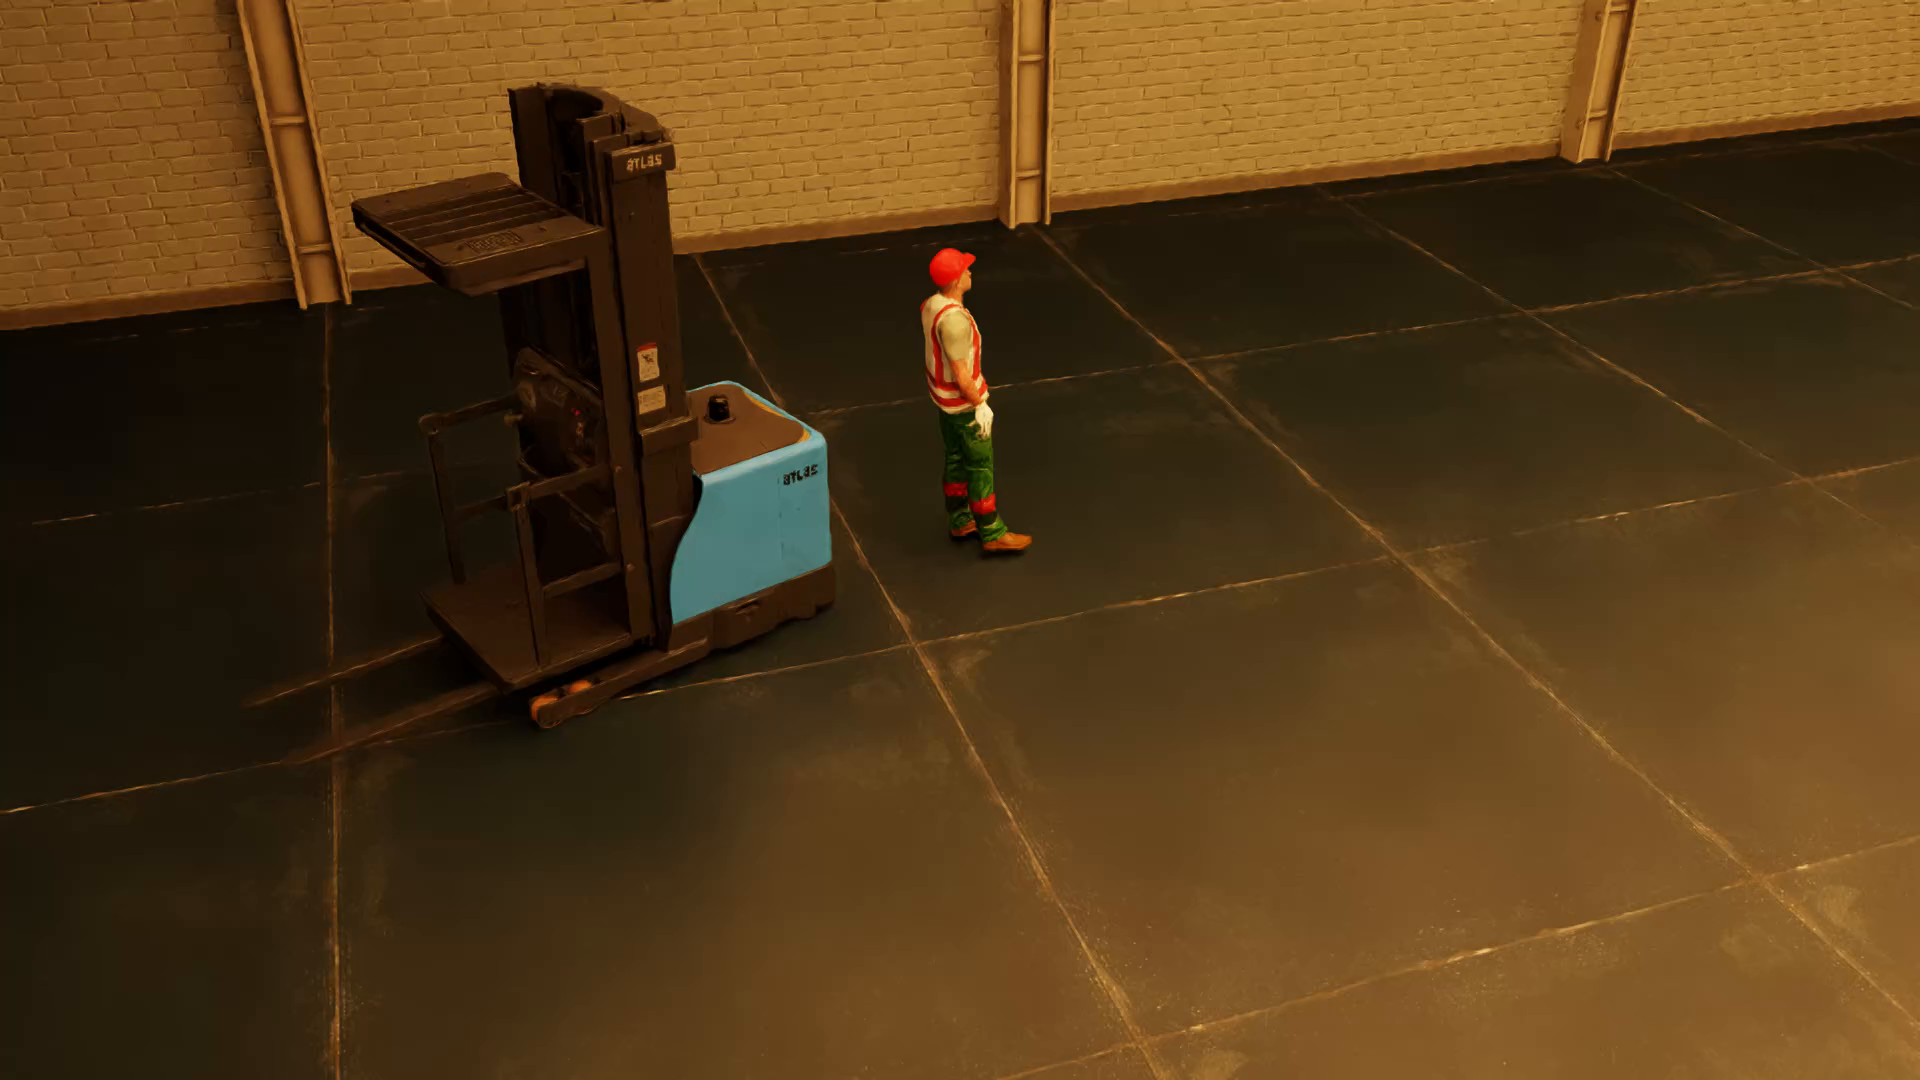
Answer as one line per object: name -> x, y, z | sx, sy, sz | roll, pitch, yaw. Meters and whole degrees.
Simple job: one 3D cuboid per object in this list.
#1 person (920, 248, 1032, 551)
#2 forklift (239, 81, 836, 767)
person -> 0.080, -0.824, 9.570 | 0.563, 1.787, 0.637 | -10, 31, -16
forklift -> -2.165, -0.622, 8.167 | 3.031, 2.935, 1.130 | -22, 36, -33
